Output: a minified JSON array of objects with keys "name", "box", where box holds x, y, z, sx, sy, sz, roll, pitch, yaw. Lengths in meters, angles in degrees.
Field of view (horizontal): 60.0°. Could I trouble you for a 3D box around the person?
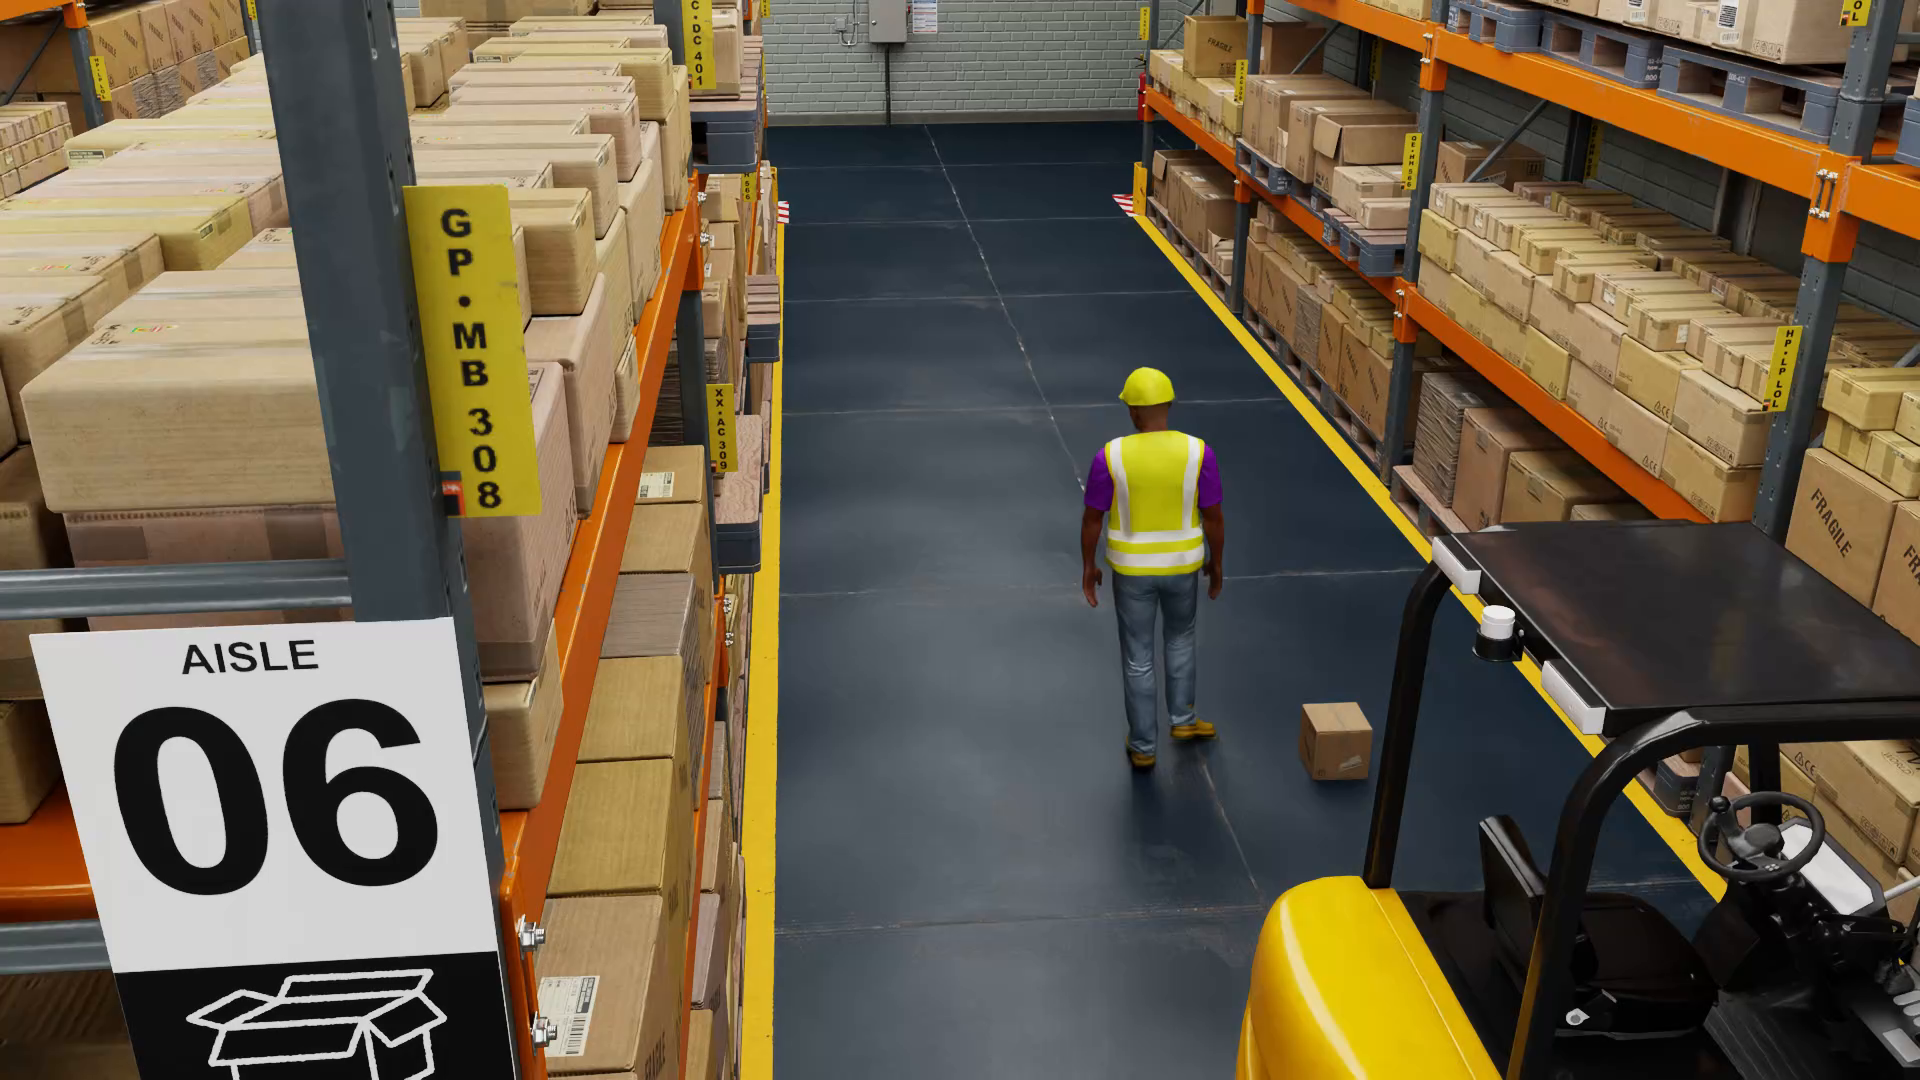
[{"name":"person","box":[0.858,0.142,7.265,0.665,1.809,0.522,-1,24,-2]}]
